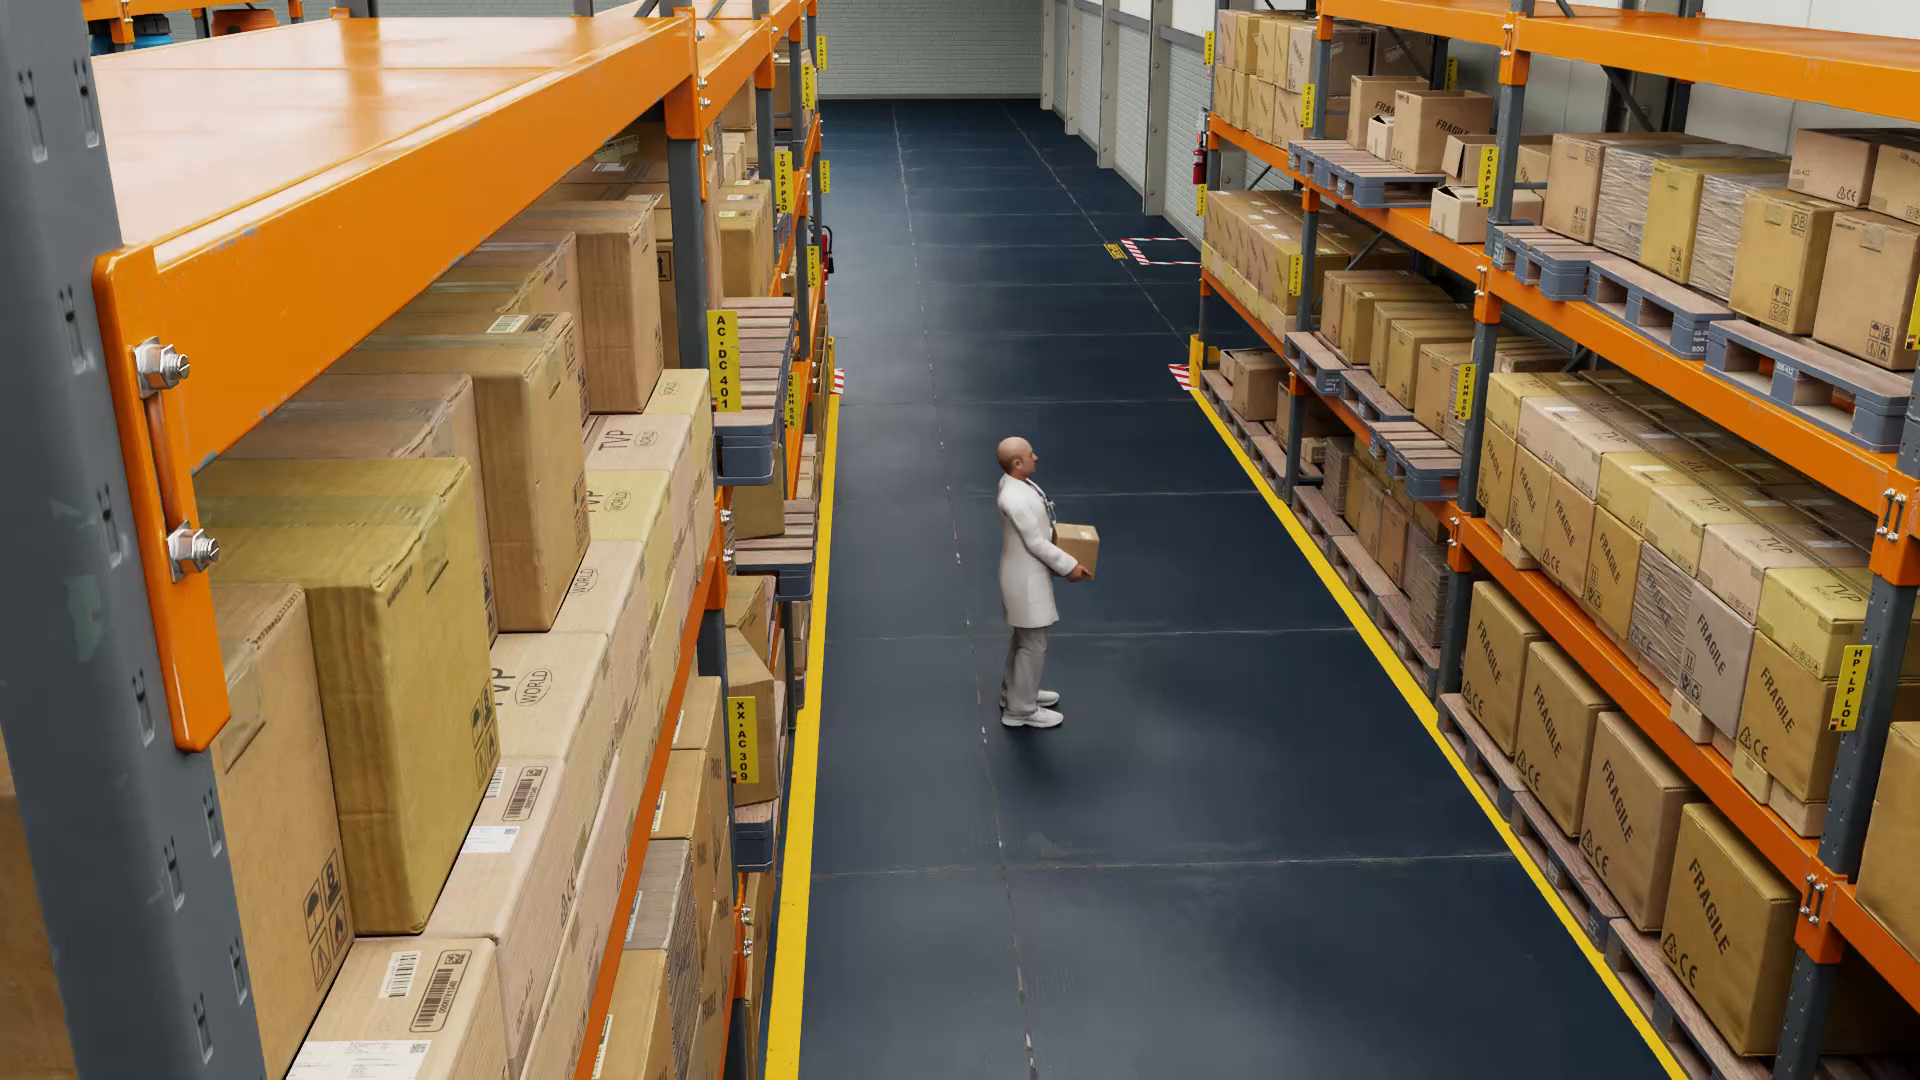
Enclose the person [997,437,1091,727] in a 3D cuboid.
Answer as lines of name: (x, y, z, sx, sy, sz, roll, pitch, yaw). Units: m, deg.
person: (0.490, 0.238, 9.953, 0.555, 1.769, 0.529, -1, 20, -3)
